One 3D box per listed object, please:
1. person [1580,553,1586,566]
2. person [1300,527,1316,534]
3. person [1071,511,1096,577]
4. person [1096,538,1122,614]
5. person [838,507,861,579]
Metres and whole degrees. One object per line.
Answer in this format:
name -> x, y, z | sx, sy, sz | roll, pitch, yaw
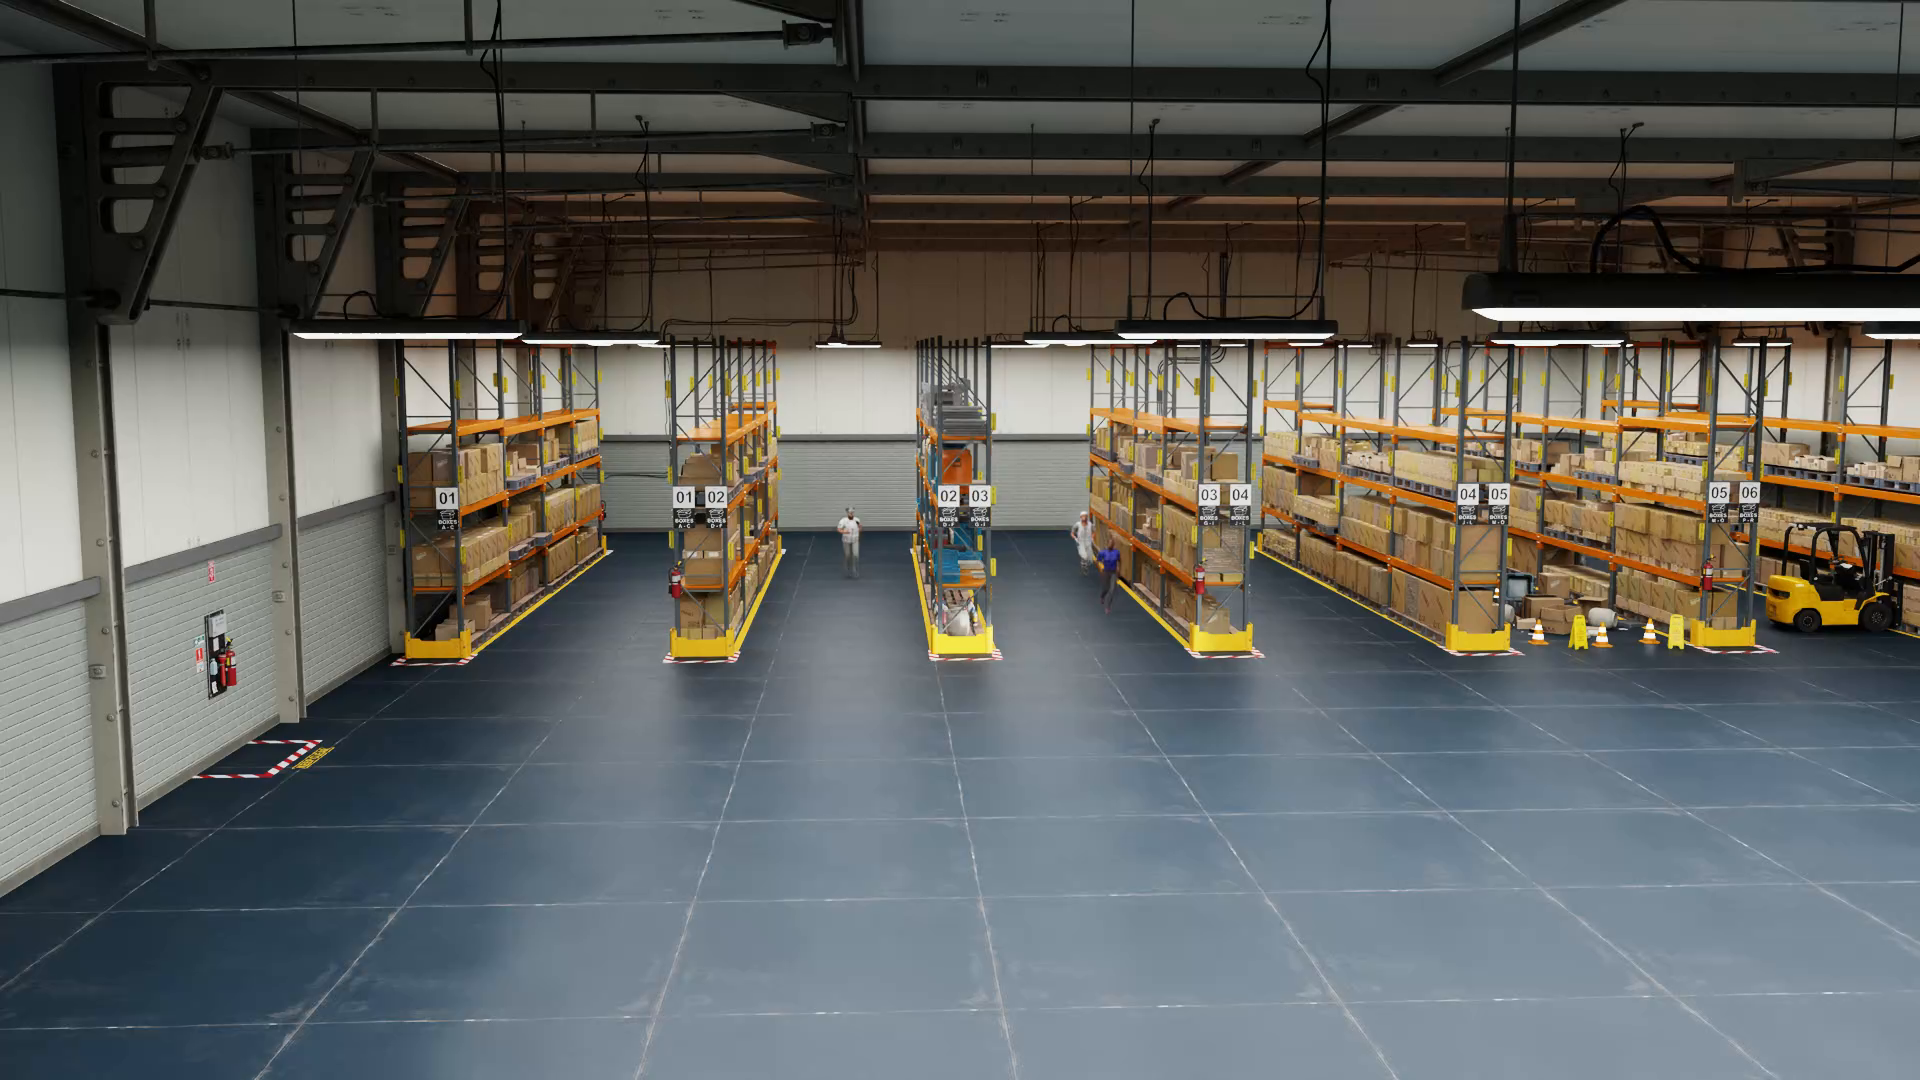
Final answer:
person -> 16.584, -0.107, 44.321 | 0.586, 1.609, 0.524 | -1, 7, -12
person -> 10.400, -0.746, 49.277 | 0.813, 1.809, 0.688 | 1, 7, 5
person -> 3.108, 0.109, 41.518 | 0.651, 1.675, 0.678 | -1, 7, -7
person -> 3.255, 0.809, 36.320 | 0.598, 1.539, 0.671 | -1, 7, -10
person -> -2.791, 0.064, 42.176 | 0.642, 1.832, 0.812 | -1, 7, -11
